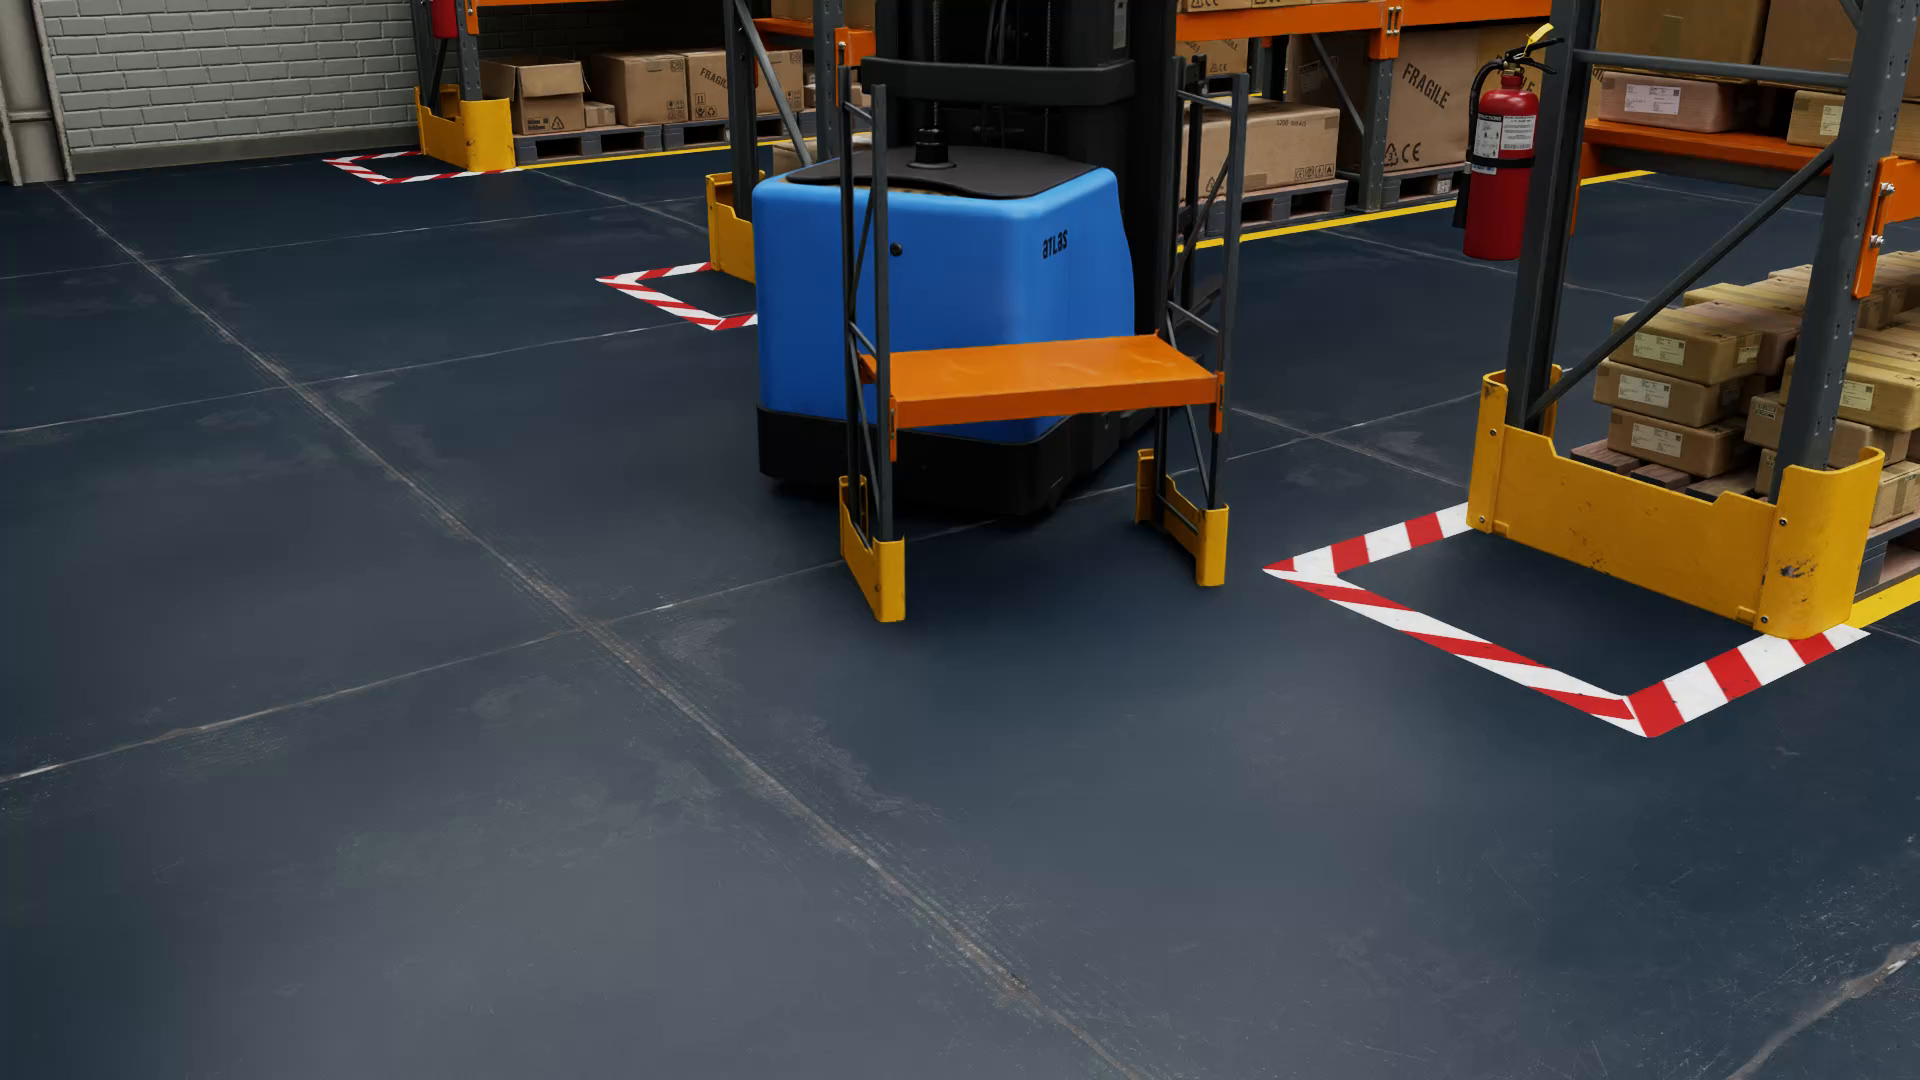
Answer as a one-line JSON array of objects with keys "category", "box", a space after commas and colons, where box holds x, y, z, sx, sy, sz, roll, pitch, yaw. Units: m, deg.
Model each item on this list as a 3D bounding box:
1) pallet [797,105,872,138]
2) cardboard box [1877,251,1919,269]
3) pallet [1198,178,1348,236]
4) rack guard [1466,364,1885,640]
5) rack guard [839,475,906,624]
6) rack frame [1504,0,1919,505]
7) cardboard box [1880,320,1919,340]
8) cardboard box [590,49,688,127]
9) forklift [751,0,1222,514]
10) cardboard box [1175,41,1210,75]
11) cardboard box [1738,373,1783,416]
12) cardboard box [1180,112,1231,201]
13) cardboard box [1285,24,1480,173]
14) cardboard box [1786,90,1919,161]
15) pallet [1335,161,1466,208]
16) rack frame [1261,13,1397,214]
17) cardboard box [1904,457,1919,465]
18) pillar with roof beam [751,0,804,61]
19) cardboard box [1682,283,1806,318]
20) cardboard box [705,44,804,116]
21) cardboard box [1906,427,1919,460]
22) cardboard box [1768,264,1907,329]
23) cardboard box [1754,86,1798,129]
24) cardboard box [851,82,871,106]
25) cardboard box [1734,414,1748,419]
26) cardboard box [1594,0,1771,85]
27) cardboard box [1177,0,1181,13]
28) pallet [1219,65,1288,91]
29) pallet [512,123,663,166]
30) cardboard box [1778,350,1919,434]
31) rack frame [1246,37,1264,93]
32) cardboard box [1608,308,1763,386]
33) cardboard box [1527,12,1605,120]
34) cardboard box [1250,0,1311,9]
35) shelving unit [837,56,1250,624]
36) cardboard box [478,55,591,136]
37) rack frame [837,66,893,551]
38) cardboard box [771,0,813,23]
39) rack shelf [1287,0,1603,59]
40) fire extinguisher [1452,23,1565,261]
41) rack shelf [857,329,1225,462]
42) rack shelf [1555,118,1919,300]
[{"category": "pallet", "box": [-1.109, -3.679, 14.331, 1.213, 0.211, 1.003, -15, 26, -33]}, {"category": "cardboard box", "box": [3.640, -0.967, 6.250, 0.250, 0.149, 0.380, -15, 26, -33]}, {"category": "pallet", "box": [1.688, -2.194, 10.609, 1.213, 0.211, 1.003, -15, 26, -33]}, {"category": "rack guard", "box": [2.139, -0.152, 5.103, 0.348, 0.500, 1.175, -15, 26, -33]}, {"category": "rack guard", "box": [-0.269, 0.017, 5.015, 0.087, 0.250, 0.587, -6, 22, -14]}, {"category": "rack frame", "box": [2.077, -1.297, 4.599, 0.127, 3.000, 1.000, -15, 26, -33]}, {"category": "cardboard box", "box": [3.134, -0.567, 5.248, 0.250, 0.149, 0.380, -15, 26, -33]}, {"category": "cardboard box", "box": [-2.529, -3.568, 13.097, 0.500, 0.500, 0.700, -14, 26, -31]}, {"category": "forklift", "box": [0.365, -1.956, 6.344, 1.130, 2.935, 3.031, 10, 24, 22]}, {"category": "cardboard box", "box": [2.066, -4.761, 16.086, 0.500, 0.500, 0.500, -15, 26, -34]}, {"category": "cardboard box", "box": [2.582, -0.546, 5.597, 0.250, 0.149, 0.380, -16, 27, -34]}, {"category": "cardboard box", "box": [1.052, -2.337, 10.097, 0.875, 0.438, 0.875, -16, 27, -34]}, {"category": "cardboard box", "box": [2.808, -2.996, 11.158, 0.875, 0.875, 0.875, -14, 26, -31]}, {"category": "cardboard box", "box": [2.531, -1.152, 4.574, 0.250, 0.149, 0.380, -15, 26, -33]}, {"category": "pallet", "box": [2.933, -2.525, 11.438, 1.213, 0.211, 1.003, -15, 26, -33]}, {"category": "rack frame", "box": [2.351, -3.630, 10.446, 0.127, 3.000, 1.000, -15, 26, -33]}, {"category": "cardboard box", "box": [2.854, -0.266, 5.296, 0.250, 0.149, 0.380, -15, 26, -33]}, {"category": "pillar with roof beam", "box": [0.872, -6.734, 10.130, 0.400, 9.000, 9.100, -15, 26, -33]}, {"category": "cardboard box", "box": [2.732, -0.766, 5.747, 0.250, 0.149, 0.380, -16, 27, -34]}, {"category": "cardboard box", "box": [-1.687, -3.793, 13.660, 0.500, 0.500, 0.700, -16, 27, -35]}, {"category": "cardboard box", "box": [2.908, -0.384, 5.191, 0.250, 0.149, 0.380, -15, 26, -33]}, {"category": "cardboard box", "box": [3.165, -0.878, 6.027, 0.250, 0.149, 0.380, -14, 26, -31]}, {"category": "cardboard box", "box": [2.400, -1.378, 5.142, 0.250, 0.149, 0.380, -15, 26, -33]}, {"category": "cardboard box", "box": [-0.832, -3.784, 14.113, 0.250, 0.149, 0.380, -16, 27, -34]}, {"category": "cardboard box", "box": [2.532, -0.431, 5.708, 0.250, 0.149, 0.380, -14, 26, -31]}, {"category": "cardboard box", "box": [2.292, -1.656, 4.963, 0.500, 0.500, 0.500, -14, 26, -32]}, {"category": "cardboard box", "box": [0.876, -3.164, 9.144, 0.500, 0.500, 0.500, -14, 26, -31]}, {"category": "pallet", "box": [3.387, -4.860, 17.290, 1.213, 0.211, 1.003, -15, 26, -33]}, {"category": "pallet", "box": [-3.089, -3.151, 13.008, 1.213, 0.211, 1.003, -15, 26, -33]}, {"category": "cardboard box", "box": [2.701, -0.455, 4.967, 0.250, 0.149, 0.380, -16, 27, -35]}, {"category": "rack frame", "box": [2.696, -5.988, 16.356, 0.127, 3.000, 1.000, -15, 26, -33]}, {"category": "cardboard box", "box": [2.359, -0.635, 5.417, 0.250, 0.149, 0.380, -15, 26, -32]}, {"category": "cardboard box", "box": [4.262, -3.388, 12.139, 0.875, 0.875, 0.875, -15, 26, -32]}, {"category": "cardboard box", "box": [1.709, -3.386, 9.700, 0.500, 0.500, 0.500, -16, 27, -34]}, {"category": "shelving unit", "box": [0.212, -0.611, 4.904, 1.083, 1.500, 0.587, -6, 22, -14]}, {"category": "cardboard box", "box": [-3.246, -3.396, 12.662, 0.637, 0.503, 0.797, -16, 27, -35]}, {"category": "rack frame", "box": [-0.270, -0.563, 4.784, 0.032, 1.500, 0.500, -6, 22, -14]}, {"category": "cardboard box", "box": [-0.659, -2.995, 8.719, 0.500, 0.500, 0.500, -15, 26, -33]}, {"category": "rack shelf", "box": [3.975, -3.729, 11.664, 4.000, 0.370, 1.077, -15, 26, -33]}, {"category": "fire extinguisher", "box": [1.603, -1.172, 4.894, 0.183, 0.674, 0.296, -15, 26, -33]}, {"category": "rack shelf", "box": [0.221, -0.445, 4.972, 1.000, 0.185, 0.538, -6, 22, -14]}, {"category": "rack shelf", "box": [3.701, -1.396, 5.817, 4.000, 0.370, 1.077, -15, 26, -33]}]
